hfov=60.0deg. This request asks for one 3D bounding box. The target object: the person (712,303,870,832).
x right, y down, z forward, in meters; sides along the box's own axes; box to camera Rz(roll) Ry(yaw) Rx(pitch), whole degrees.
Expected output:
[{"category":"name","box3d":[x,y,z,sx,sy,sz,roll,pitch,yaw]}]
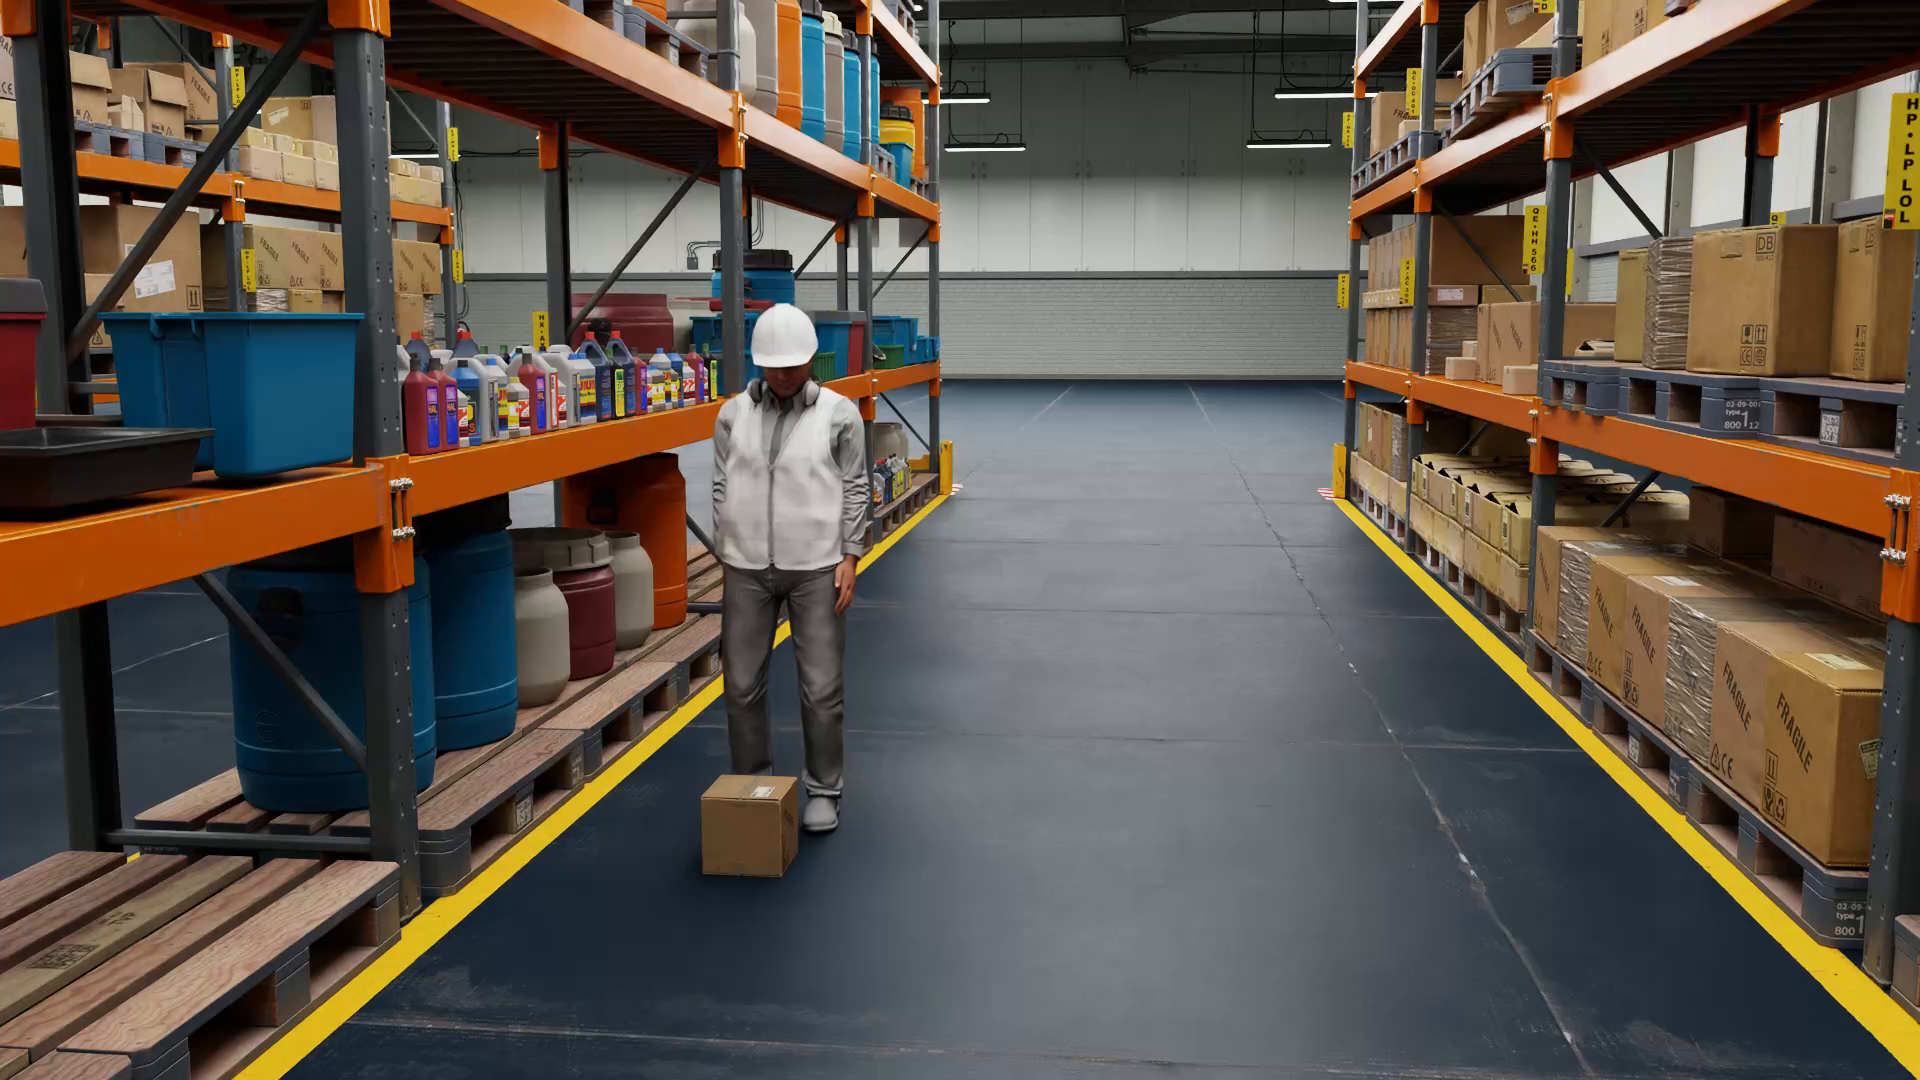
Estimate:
[{"category":"person","box3d":[-0.569,0.095,5.577,0.540,1.760,0.389,1,8,7]}]
